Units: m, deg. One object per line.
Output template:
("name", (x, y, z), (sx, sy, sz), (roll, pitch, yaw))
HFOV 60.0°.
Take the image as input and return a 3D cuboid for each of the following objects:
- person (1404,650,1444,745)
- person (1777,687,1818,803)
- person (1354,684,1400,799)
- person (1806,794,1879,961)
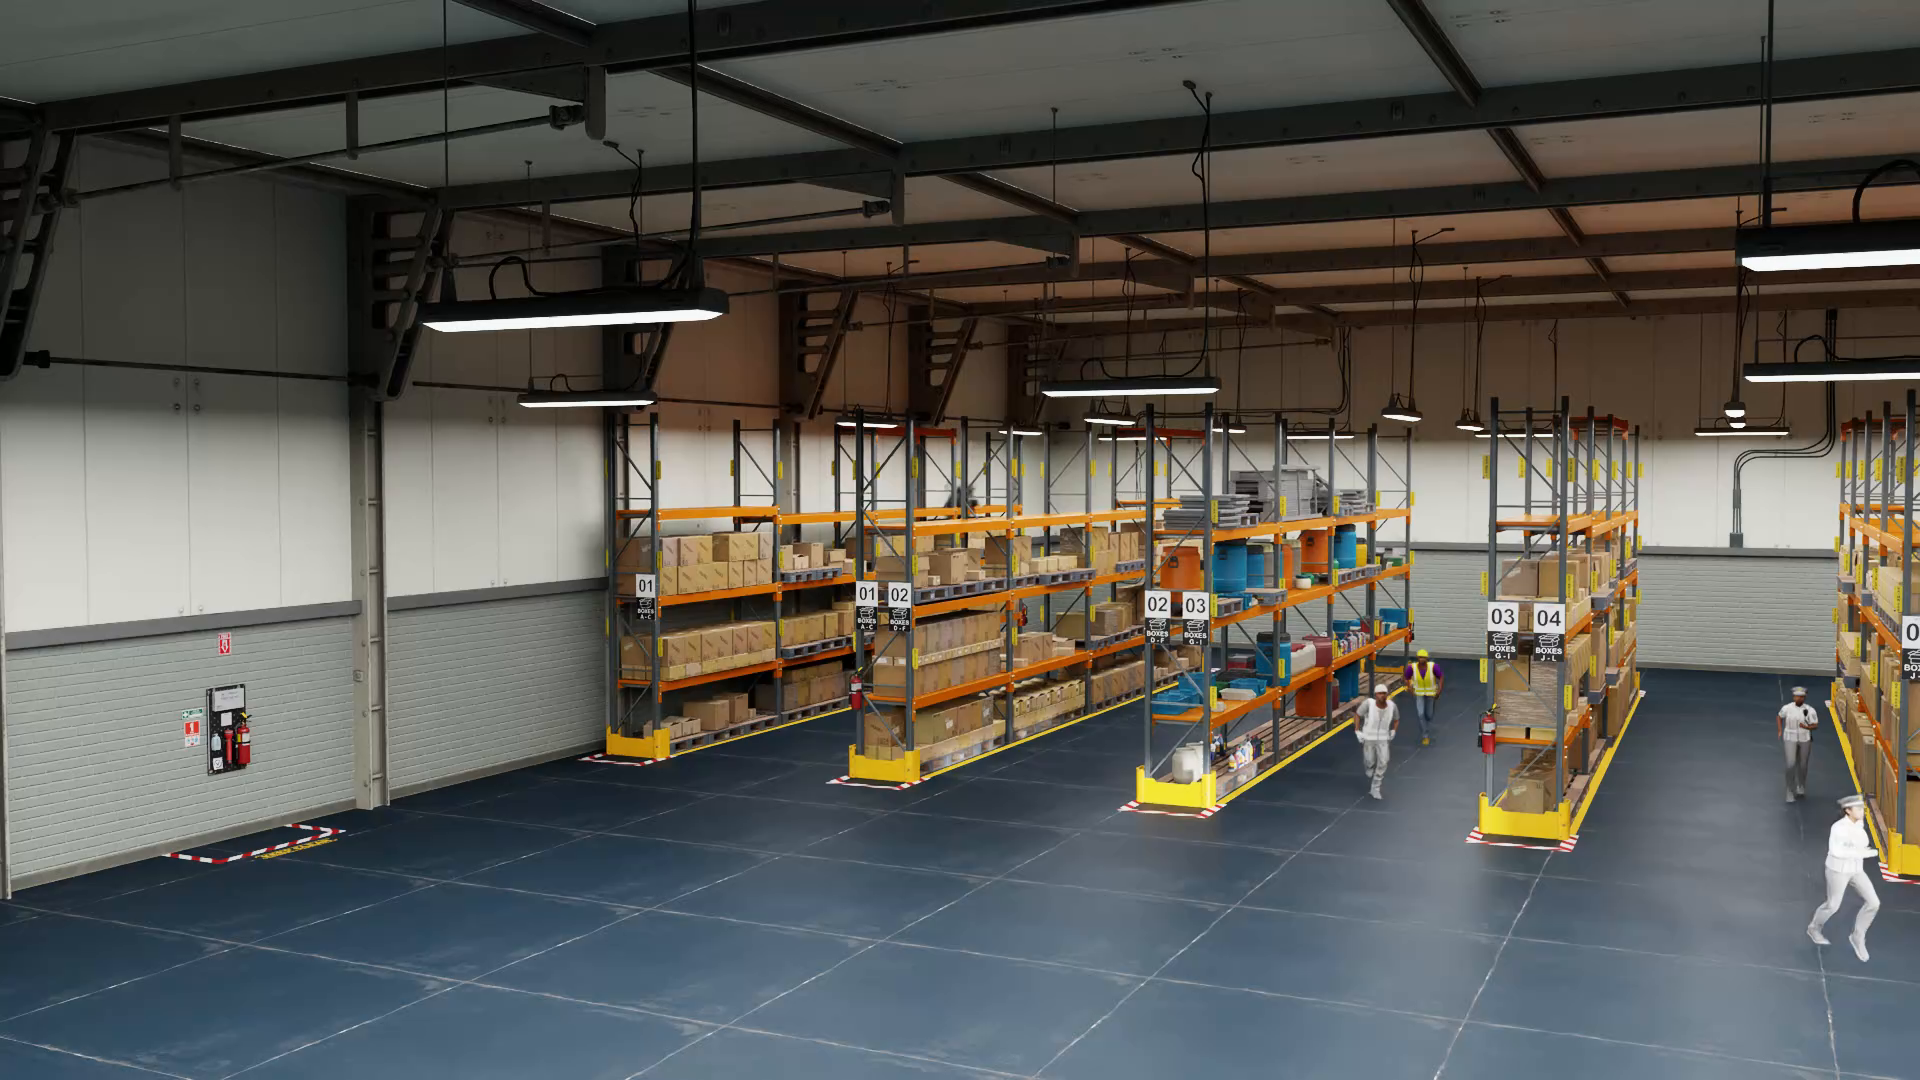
("person", (8.547, 2.872, 30.702), (0.689, 1.745, 0.888), (1, 2, 13))
("person", (12.716, 3.093, 25.263), (0.539, 1.756, 0.775), (1, 3, 23))
("person", (6.432, 3.073, 25.678), (0.699, 1.745, 0.786), (0, 2, 3))
("person", (9.122, 3.439, 17.164), (0.638, 1.710, 0.812), (-1, 3, -26))
